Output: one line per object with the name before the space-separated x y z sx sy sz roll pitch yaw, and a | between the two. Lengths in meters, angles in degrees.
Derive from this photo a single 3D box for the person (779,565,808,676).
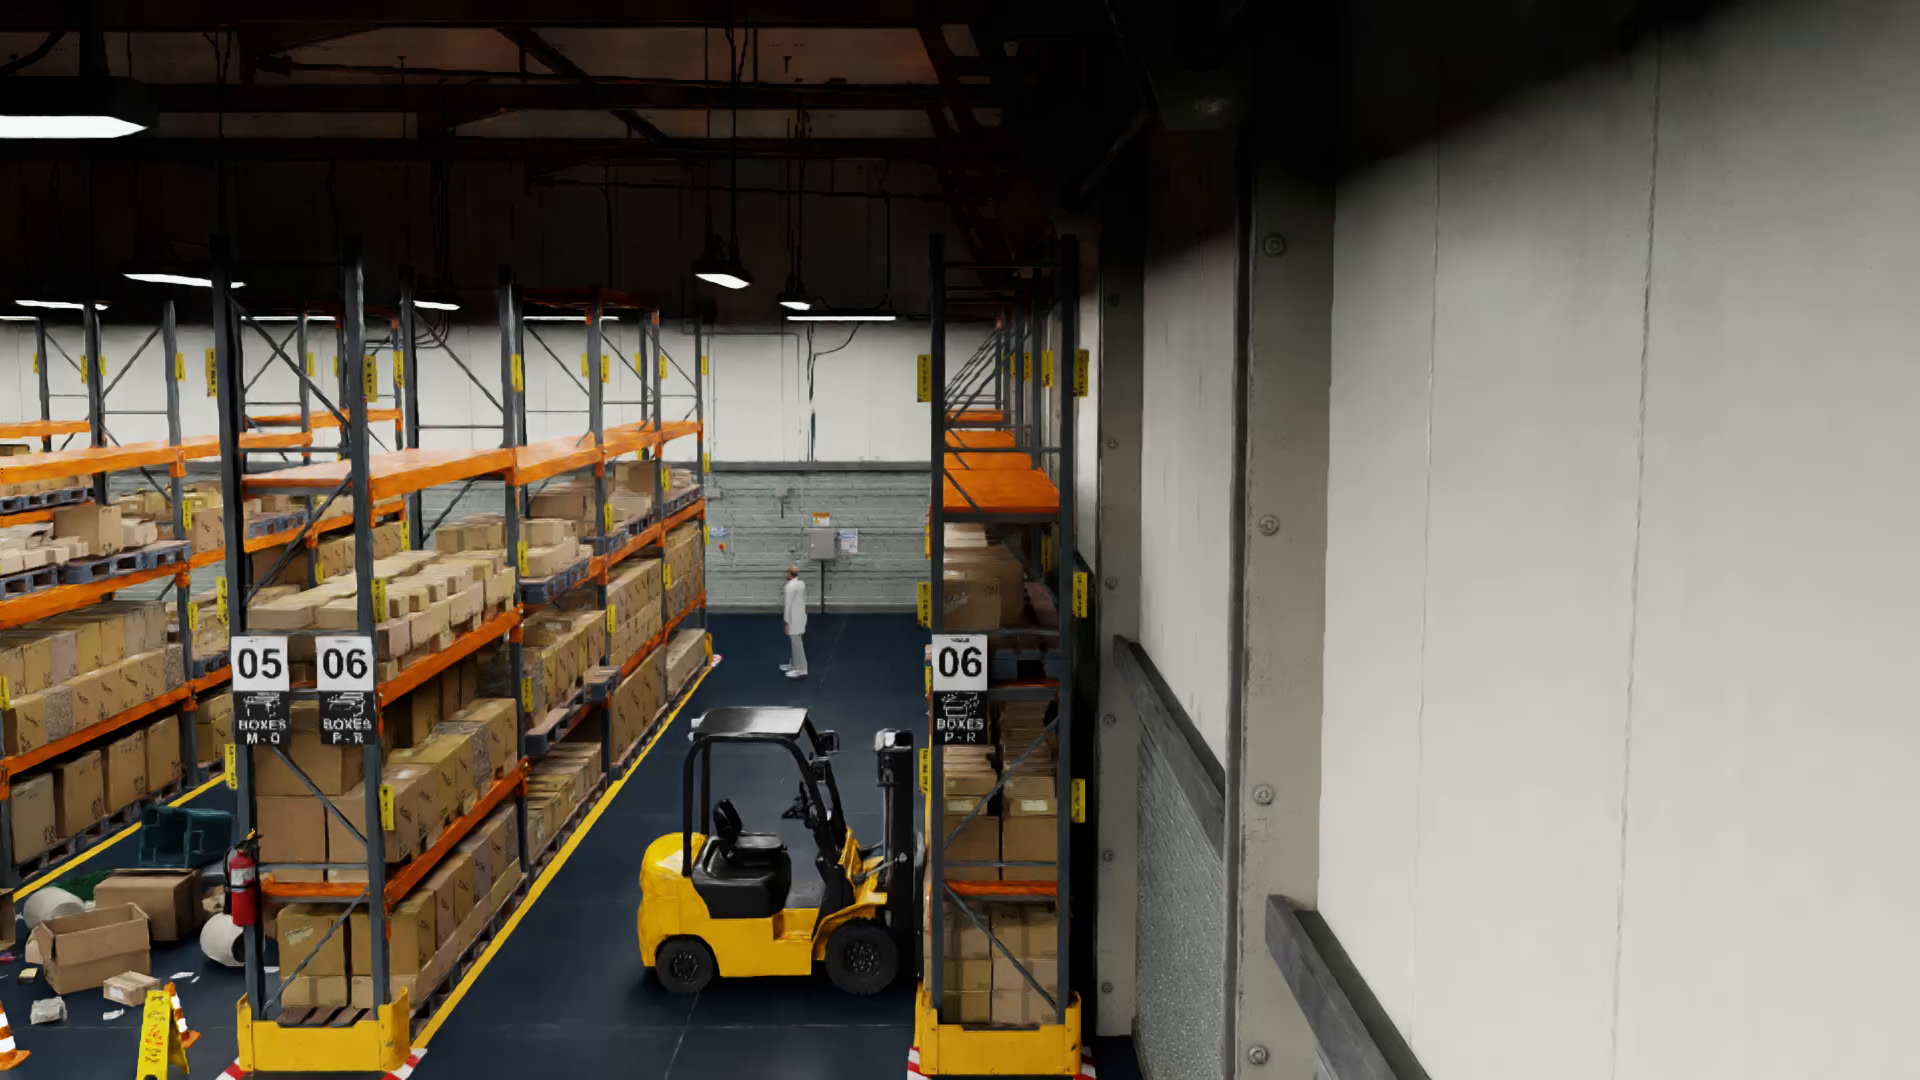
person | -2.715 1.290 26.982 0.604 1.766 0.657 2 7 16

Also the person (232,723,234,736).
person | -8.172 2.221 19.229 0.445 1.646 0.578 -3 7 -27
